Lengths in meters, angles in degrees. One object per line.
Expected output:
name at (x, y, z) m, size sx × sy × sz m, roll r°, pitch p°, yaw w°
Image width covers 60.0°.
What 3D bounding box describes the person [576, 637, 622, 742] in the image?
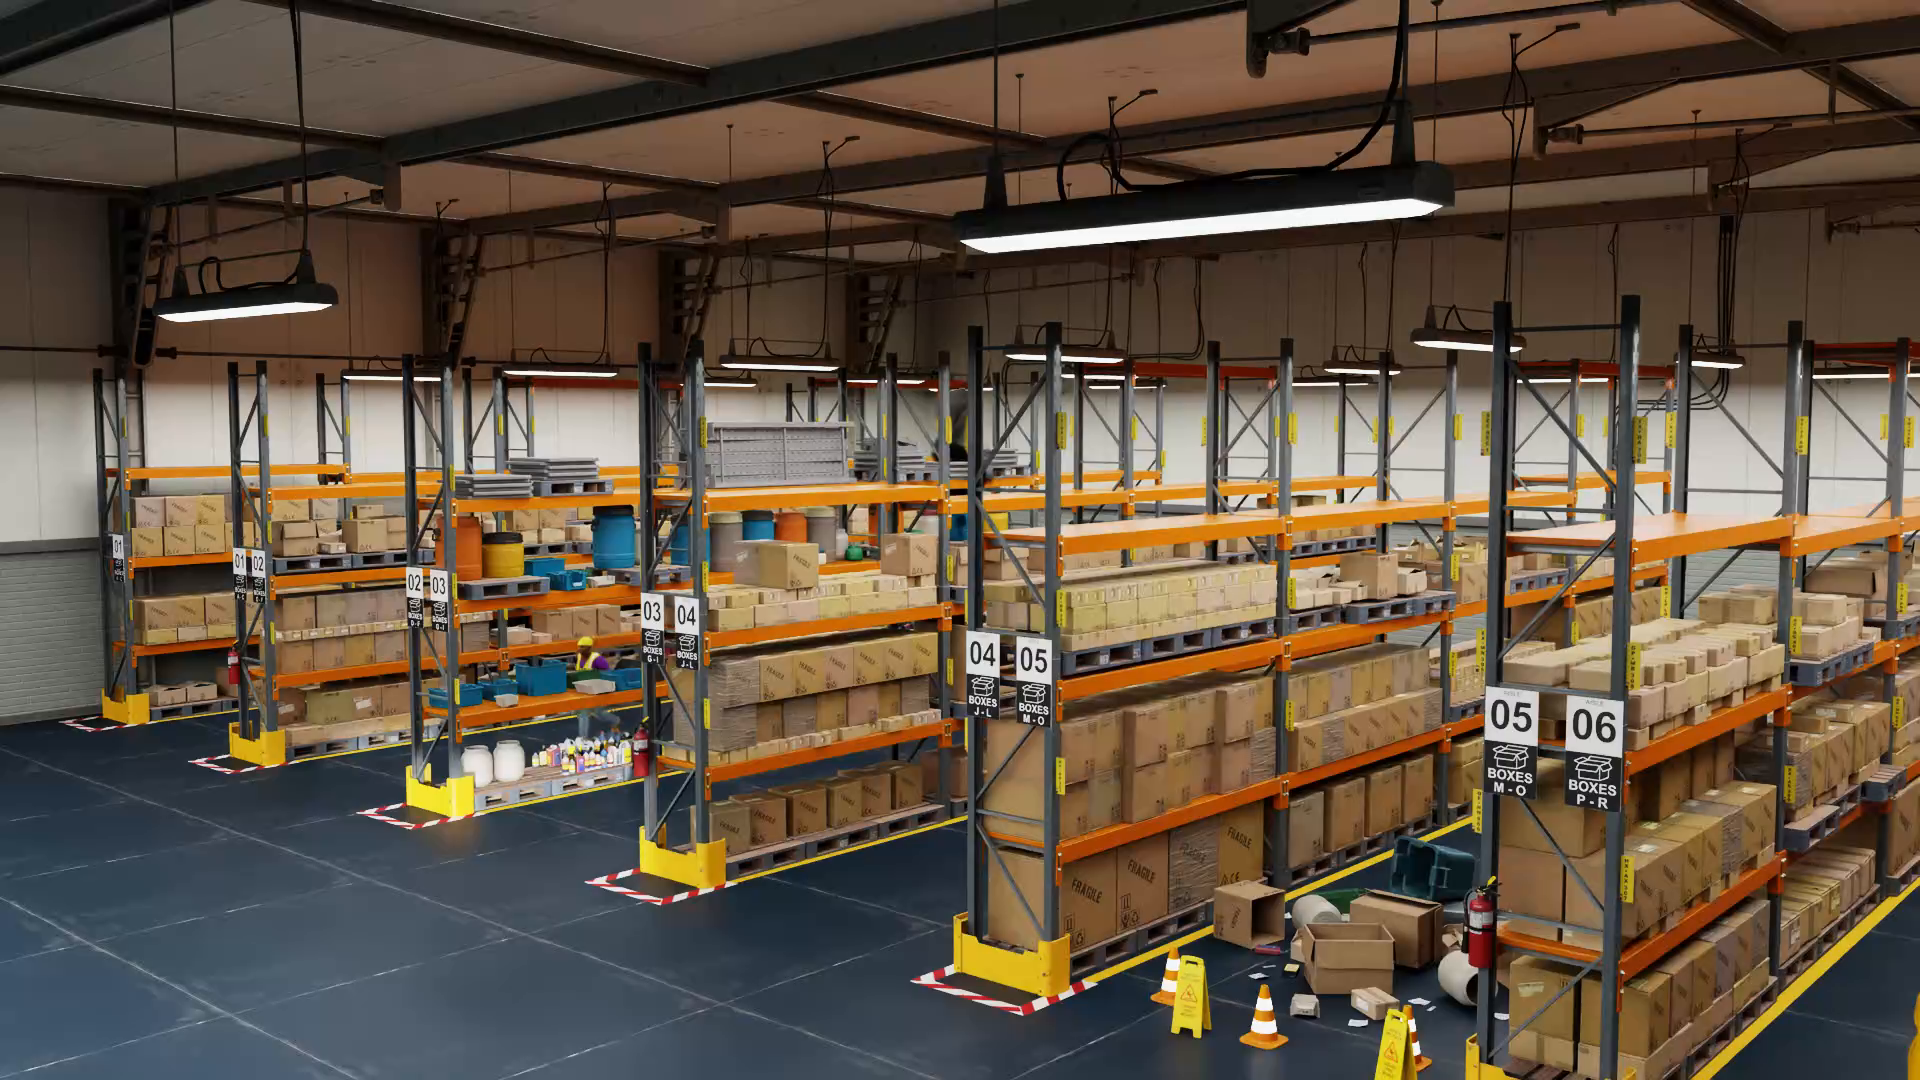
person at (-5.731, 2.364, 26.130) m, size 0.705 × 1.750 × 0.992 m, roll 3°, pitch 5°, yaw 36°
